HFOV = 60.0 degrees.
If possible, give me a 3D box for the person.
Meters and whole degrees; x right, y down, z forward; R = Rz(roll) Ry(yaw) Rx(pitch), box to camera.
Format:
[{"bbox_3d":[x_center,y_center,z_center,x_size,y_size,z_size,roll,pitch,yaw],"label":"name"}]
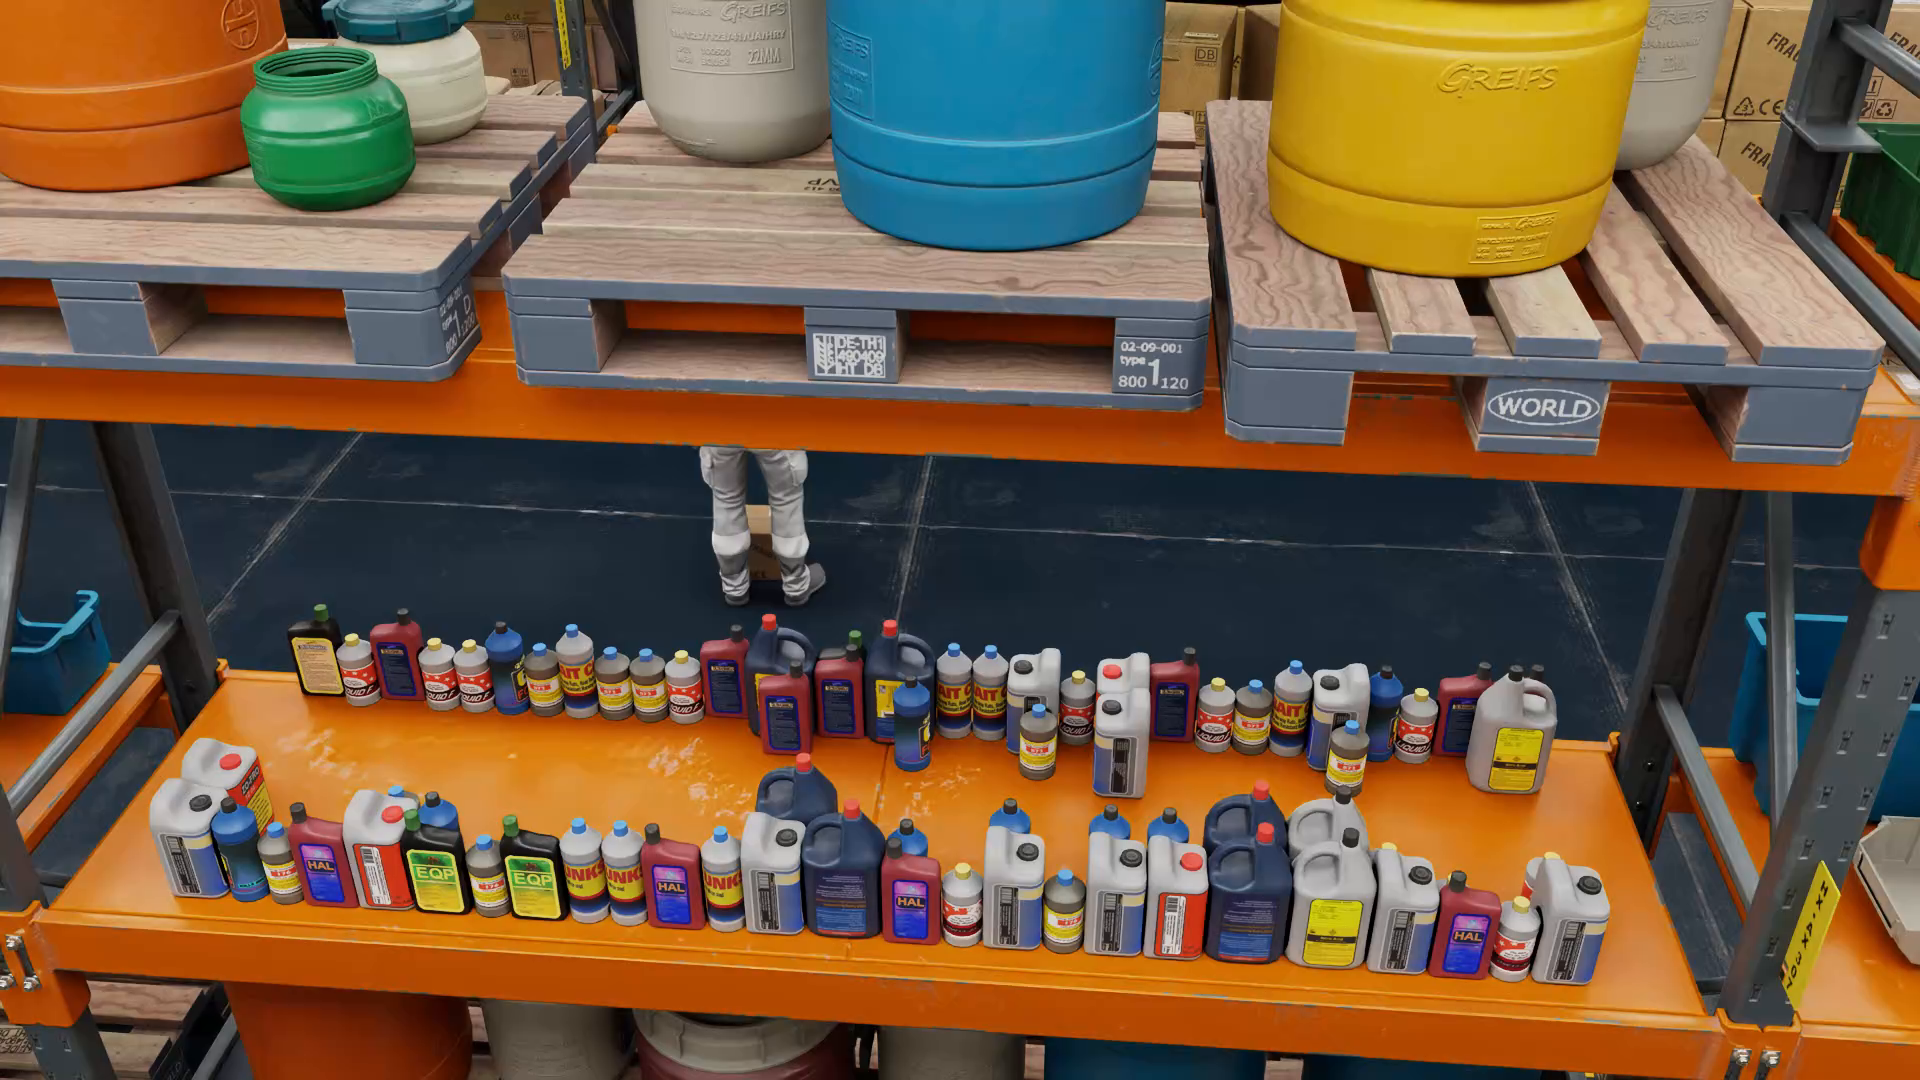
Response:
[{"bbox_3d":[-0.882,-0.519,6.964,0.597,1.777,0.454,1,32,2],"label":"person"}]
